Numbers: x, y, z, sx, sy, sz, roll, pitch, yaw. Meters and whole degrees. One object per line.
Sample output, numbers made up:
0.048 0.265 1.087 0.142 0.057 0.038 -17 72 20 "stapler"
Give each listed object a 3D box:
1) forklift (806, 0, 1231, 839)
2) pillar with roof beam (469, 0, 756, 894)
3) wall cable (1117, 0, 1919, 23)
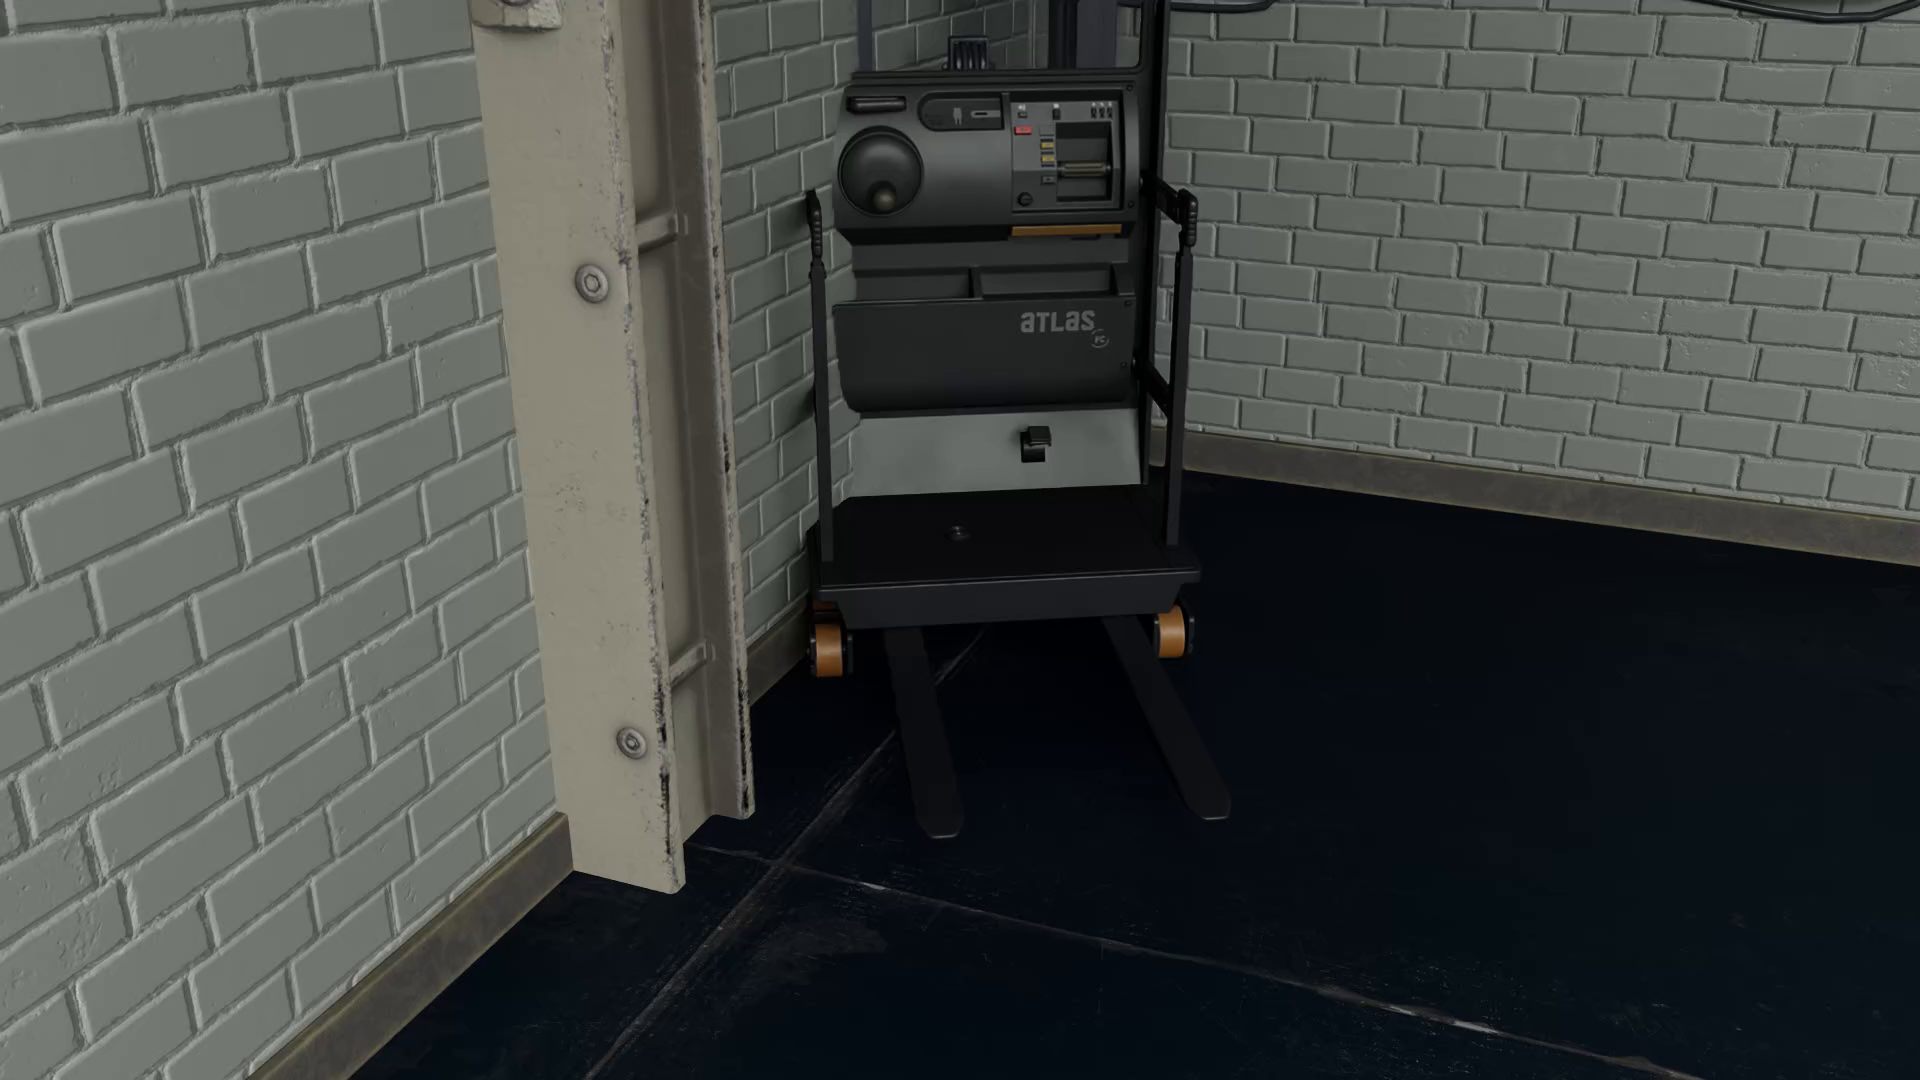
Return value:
0.082 -1.094 4.566 1.130 2.935 3.031 -3 23 -6 "forklift"
3.274 -2.817 0.819 9.100 9.000 0.400 9 24 20 "pillar with roof beam"
1.599 -2.866 4.964 3.097 2.526 0.112 9 24 20 "wall cable"
